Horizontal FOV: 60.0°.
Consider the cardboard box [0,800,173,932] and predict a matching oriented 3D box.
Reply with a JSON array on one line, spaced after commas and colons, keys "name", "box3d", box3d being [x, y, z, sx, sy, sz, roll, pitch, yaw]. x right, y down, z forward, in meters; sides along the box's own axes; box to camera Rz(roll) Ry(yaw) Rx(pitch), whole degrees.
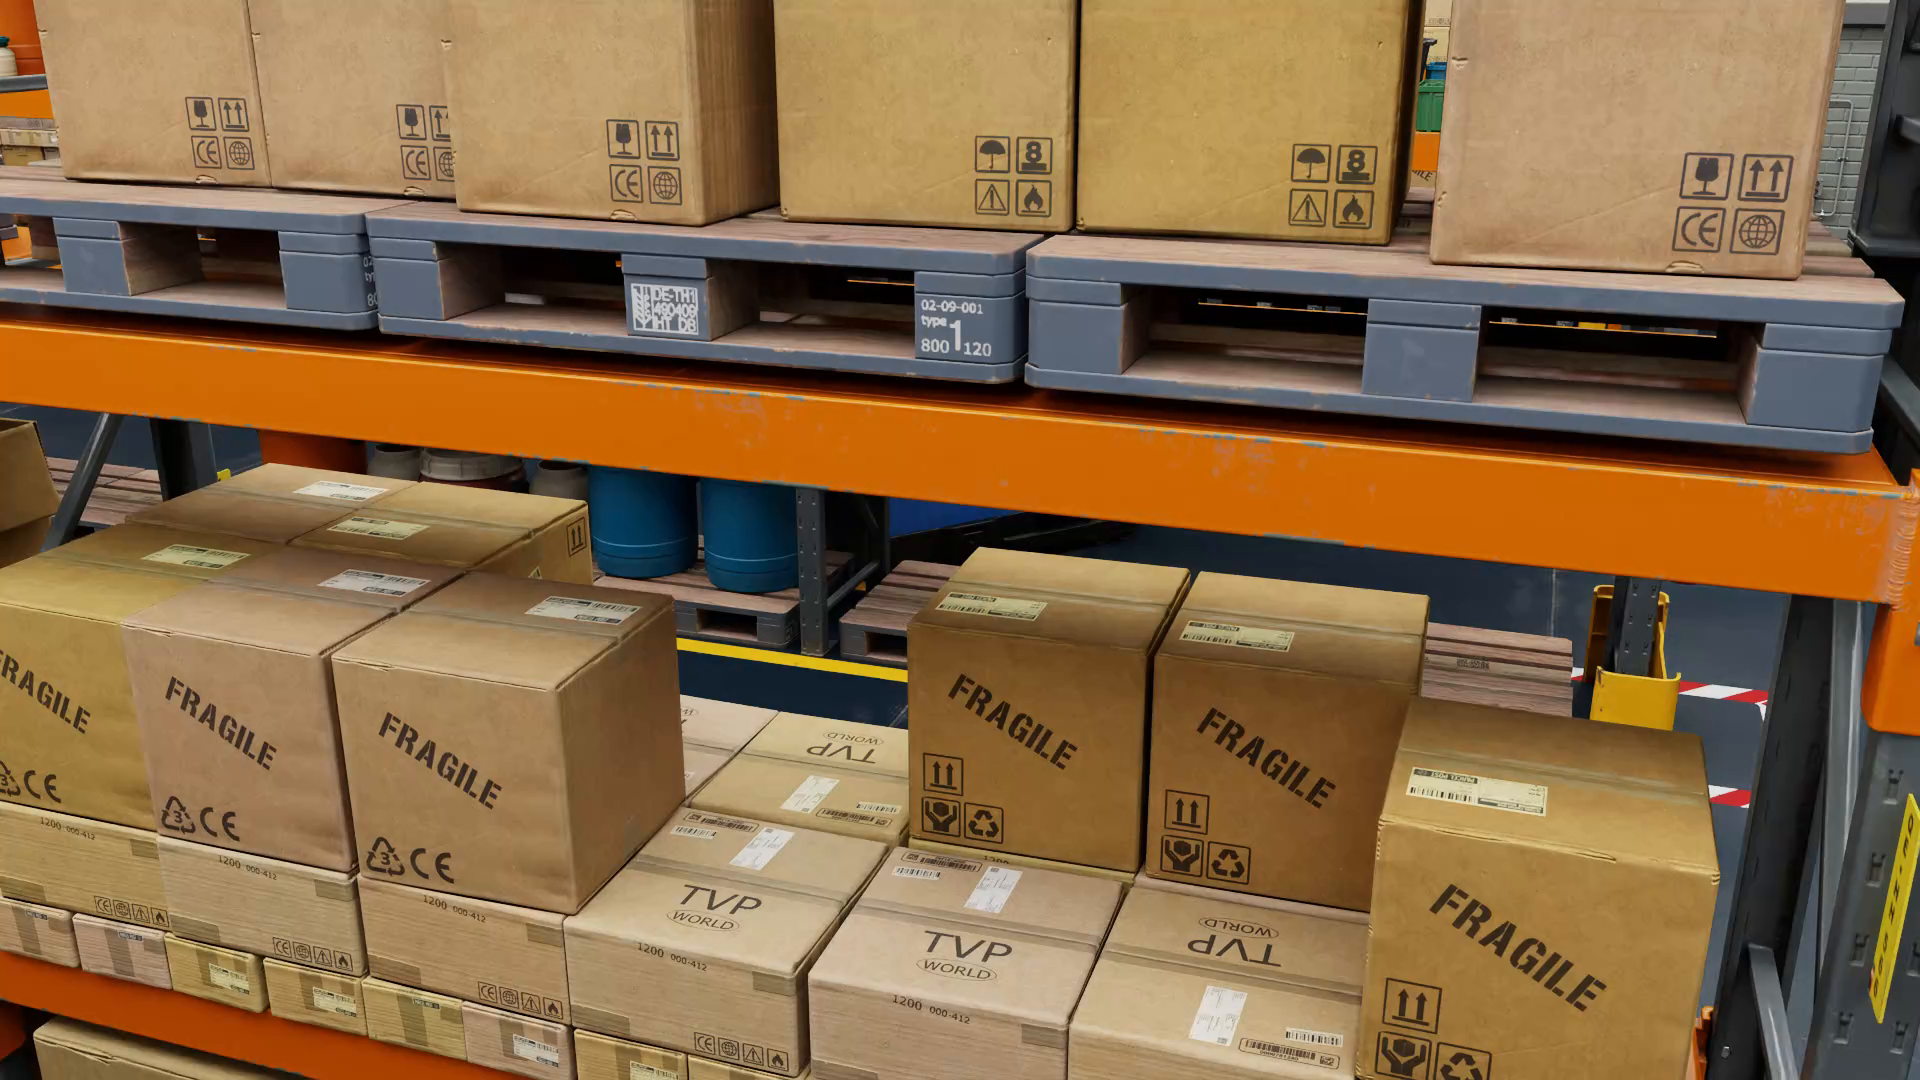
[{"name": "cardboard box", "box3d": [-1.889, 0.650, 3.929, 0.500, 0.250, 0.500, 6, 20, 17]}]

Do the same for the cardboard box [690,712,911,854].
[{"name": "cardboard box", "box3d": [-0.295, 0.650, 3.929, 0.500, 0.250, 0.500, 6, 20, 17]}]

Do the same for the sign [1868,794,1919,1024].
[{"name": "sign", "box3d": [1.340, 0.529, 2.384, 0.005, 0.325, 0.100, 7, 20, 18]}]

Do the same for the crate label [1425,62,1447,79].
[{"name": "crate label", "box3d": [2.391, -2.066, 7.616, 0.502, 0.251, 0.408, 7, 20, 18]}]

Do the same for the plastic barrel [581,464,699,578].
[{"name": "plastic barrel", "box3d": [-1.799, -0.300, 9.430, 0.708, 0.901, 0.600, 7, 20, 18]}]

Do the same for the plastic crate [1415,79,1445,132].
[{"name": "plastic crate", "box3d": [2.131, -1.854, 7.103, 0.336, 0.188, 0.450, 7, 20, 18]}]

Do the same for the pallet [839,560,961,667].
[{"name": "pallet", "box3d": [0.085, 0.432, 9.016, 1.213, 0.211, 1.003, 7, 20, 18]}]

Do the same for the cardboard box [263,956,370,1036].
[{"name": "cardboard box", "box3d": [-1.331, 0.926, 3.743, 0.250, 0.149, 0.380, 6, 20, 17]}]

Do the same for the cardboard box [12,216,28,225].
[{"name": "cardboard box", "box3d": [-9.724, -3.077, 17.245, 0.500, 0.500, 0.500, 7, 20, 18]}]

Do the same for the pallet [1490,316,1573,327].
[{"name": "pallet", "box3d": [5.627, -2.346, 16.985, 1.213, 0.211, 1.003, 7, 20, 18]}]

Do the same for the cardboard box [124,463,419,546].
[{"name": "cardboard box", "box3d": [-1.725, 0.131, 4.281, 0.500, 0.500, 0.500, 7, 20, 20]}]

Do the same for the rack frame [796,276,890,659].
[{"name": "rack frame", "box3d": [-0.622, -0.952, 8.750, 0.127, 3.000, 1.000, 7, 20, 18]}]

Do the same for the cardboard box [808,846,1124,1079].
[{"name": "cardboard box", "box3d": [0.026, 0.871, 3.297, 0.500, 0.250, 0.500, 6, 20, 16]}]

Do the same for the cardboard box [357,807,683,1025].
[{"name": "cardboard box", "box3d": [-0.930, 0.760, 3.615, 0.500, 0.250, 0.500, 7, 20, 19]}]

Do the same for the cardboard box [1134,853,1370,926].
[{"name": "cardboard box", "box3d": [0.673, 0.760, 3.613, 0.500, 0.250, 0.500, 6, 20, 17]}]

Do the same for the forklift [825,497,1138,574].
[{"name": "forklift", "box3d": [0.539, -1.491, 10.400, 3.031, 2.935, 1.130, -11, 22, -29]}]

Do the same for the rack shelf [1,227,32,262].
[{"name": "rack shelf", "box3d": [-4.137, -0.705, 4.577, 4.000, 0.370, 1.077, 7, 20, 18]}]

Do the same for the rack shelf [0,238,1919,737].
[{"name": "rack shelf", "box3d": [-0.358, -0.273, 3.337, 4.000, 0.370, 1.077, 7, 20, 18]}]

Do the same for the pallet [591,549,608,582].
[{"name": "pallet", "box3d": [-2.493, 0.137, 9.862, 1.213, 0.211, 1.003, 7, 20, 18]}]

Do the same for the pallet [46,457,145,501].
[{"name": "pallet", "box3d": [-6.268, -0.296, 11.103, 1.213, 0.211, 1.003, 7, 20, 18]}]

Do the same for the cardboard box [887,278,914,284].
[{"name": "cardboard box", "box3d": [-0.314, -2.109, 14.060, 0.500, 0.250, 0.500, 7, 20, 18]}]

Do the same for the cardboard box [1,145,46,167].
[{"name": "cardboard box", "box3d": [-8.927, -3.670, 16.396, 0.500, 0.500, 0.700, 7, 20, 18]}]

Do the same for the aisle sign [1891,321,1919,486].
[{"name": "aisle sign", "box3d": [1.698, -0.293, 2.910, 0.004, 0.787, 0.394, 7, 20, 18]}]

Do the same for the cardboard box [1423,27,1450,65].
[{"name": "cardboard box", "box3d": [3.268, -3.486, 11.691, 0.500, 0.250, 0.500, 7, 20, 18]}]

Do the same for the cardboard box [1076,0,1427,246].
[{"name": "cardboard box", "box3d": [0.530, -0.827, 2.892, 0.500, 0.500, 0.700, 6, 20, 16]}]

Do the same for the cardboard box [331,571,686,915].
[{"name": "cardboard box", "box3d": [-0.923, 0.406, 3.492, 0.500, 0.500, 0.500, 6, 20, 16]}]

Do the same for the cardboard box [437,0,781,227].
[{"name": "cardboard box", "box3d": [-0.535, -0.895, 3.089, 0.500, 0.500, 0.700, 7, 21, 20]}]

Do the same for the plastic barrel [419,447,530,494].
[{"name": "plastic barrel", "box3d": [-2.866, -0.274, 9.831, 0.708, 0.588, 0.600, 7, 20, 18]}]

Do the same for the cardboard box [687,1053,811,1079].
[{"name": "cardboard box", "box3d": [-0.357, 1.037, 3.425, 0.250, 0.149, 0.380, 7, 20, 19]}]

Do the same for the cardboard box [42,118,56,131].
[{"name": "cardboard box", "box3d": [-8.393, -4.224, 16.015, 0.500, 0.500, 0.700, 7, 20, 18]}]

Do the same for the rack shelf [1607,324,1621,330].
[{"name": "rack shelf", "box3d": [2.896, -1.936, 12.666, 4.000, 0.370, 1.077, 7, 20, 18]}]

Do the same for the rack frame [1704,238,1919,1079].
[{"name": "rack frame", "box3d": [1.531, 1.020, 3.093, 0.127, 3.000, 1.000, 7, 20, 18]}]

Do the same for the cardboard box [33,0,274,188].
[{"name": "cardboard box", "box3d": [-1.488, -1.055, 3.548, 0.500, 0.500, 0.700, 5, 20, 15]}]

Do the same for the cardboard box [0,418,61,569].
[{"name": "cardboard box", "box3d": [-2.853, 0.001, 4.342, 0.637, 0.503, 0.797, 6, 20, 17]}]

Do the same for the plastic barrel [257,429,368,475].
[{"name": "plastic barrel", "box3d": [-3.933, -0.510, 10.142, 0.708, 0.830, 0.600, 7, 20, 18]}]

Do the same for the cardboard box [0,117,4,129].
[{"name": "cardboard box", "box3d": [-9.343, -4.333, 16.326, 0.500, 0.500, 0.700, 6, 20, 17]}]

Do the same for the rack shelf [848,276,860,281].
[{"name": "rack shelf", "box3d": [-0.703, -1.453, 9.398, 0.480, 0.518, 0.431, 4, 20, 11]}]

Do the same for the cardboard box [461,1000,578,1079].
[{"name": "cardboard box", "box3d": [-0.853, 0.982, 3.584, 0.250, 0.149, 0.380, 7, 20, 19]}]

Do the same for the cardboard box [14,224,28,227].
[{"name": "cardboard box", "box3d": [-9.422, -2.862, 16.628, 0.500, 0.500, 0.500, 7, 20, 18]}]

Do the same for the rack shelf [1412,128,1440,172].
[{"name": "rack shelf", "box3d": [1.267, -1.813, 7.755, 4.000, 0.370, 1.077, 7, 20, 18]}]

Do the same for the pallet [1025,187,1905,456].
[{"name": "pallet", "box3d": [0.827, -0.431, 2.834, 1.213, 0.211, 1.003, 7, 20, 18]}]

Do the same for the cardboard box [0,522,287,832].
[{"name": "cardboard box", "box3d": [-1.879, 0.295, 3.808, 0.500, 0.500, 0.500, 7, 20, 18]}]

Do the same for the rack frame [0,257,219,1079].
[{"name": "rack frame", "box3d": [-2.247, 0.588, 4.333, 0.127, 3.000, 1.000, 7, 20, 18]}]

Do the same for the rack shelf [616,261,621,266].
[{"name": "rack shelf", "box3d": [-0.882, -2.368, 13.906, 4.000, 0.370, 1.077, 7, 20, 18]}]

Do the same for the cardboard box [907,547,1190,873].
[{"name": "cardboard box", "box3d": [0.203, 0.352, 3.645, 0.500, 0.500, 0.500, 6, 20, 17]}]

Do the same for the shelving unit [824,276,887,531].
[{"name": "shelving unit", "box3d": [-0.704, -0.805, 9.625, 0.503, 2.100, 0.431, 4, 20, 11]}]

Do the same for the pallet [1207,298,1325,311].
[{"name": "pallet", "box3d": [3.322, -2.609, 17.741, 1.213, 0.211, 1.003, 7, 20, 18]}]

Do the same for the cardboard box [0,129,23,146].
[{"name": "cardboard box", "box3d": [-9.053, -3.921, 16.131, 0.250, 0.149, 0.380, 6, 20, 16]}]

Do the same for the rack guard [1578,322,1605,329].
[{"name": "rack guard", "box3d": [6.430, -2.417, 16.752, 0.348, 0.500, 1.175, 7, 20, 18]}]

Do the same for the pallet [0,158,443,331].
[{"name": "pallet", "box3d": [-1.478, -0.695, 3.591, 1.213, 0.211, 1.003, 7, 20, 18]}]

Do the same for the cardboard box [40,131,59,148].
[{"name": "cardboard box", "box3d": [-8.577, -3.866, 15.972, 0.250, 0.149, 0.380, 7, 20, 19]}]

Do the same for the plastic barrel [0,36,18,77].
[{"name": "plastic barrel", "box3d": [-5.678, -2.800, 9.705, 0.301, 0.262, 0.301, 0, 19, 0]}]

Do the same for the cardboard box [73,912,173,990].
[{"name": "cardboard box", "box3d": [-1.829, 0.870, 3.904, 0.250, 0.149, 0.380, 6, 20, 16]}]
